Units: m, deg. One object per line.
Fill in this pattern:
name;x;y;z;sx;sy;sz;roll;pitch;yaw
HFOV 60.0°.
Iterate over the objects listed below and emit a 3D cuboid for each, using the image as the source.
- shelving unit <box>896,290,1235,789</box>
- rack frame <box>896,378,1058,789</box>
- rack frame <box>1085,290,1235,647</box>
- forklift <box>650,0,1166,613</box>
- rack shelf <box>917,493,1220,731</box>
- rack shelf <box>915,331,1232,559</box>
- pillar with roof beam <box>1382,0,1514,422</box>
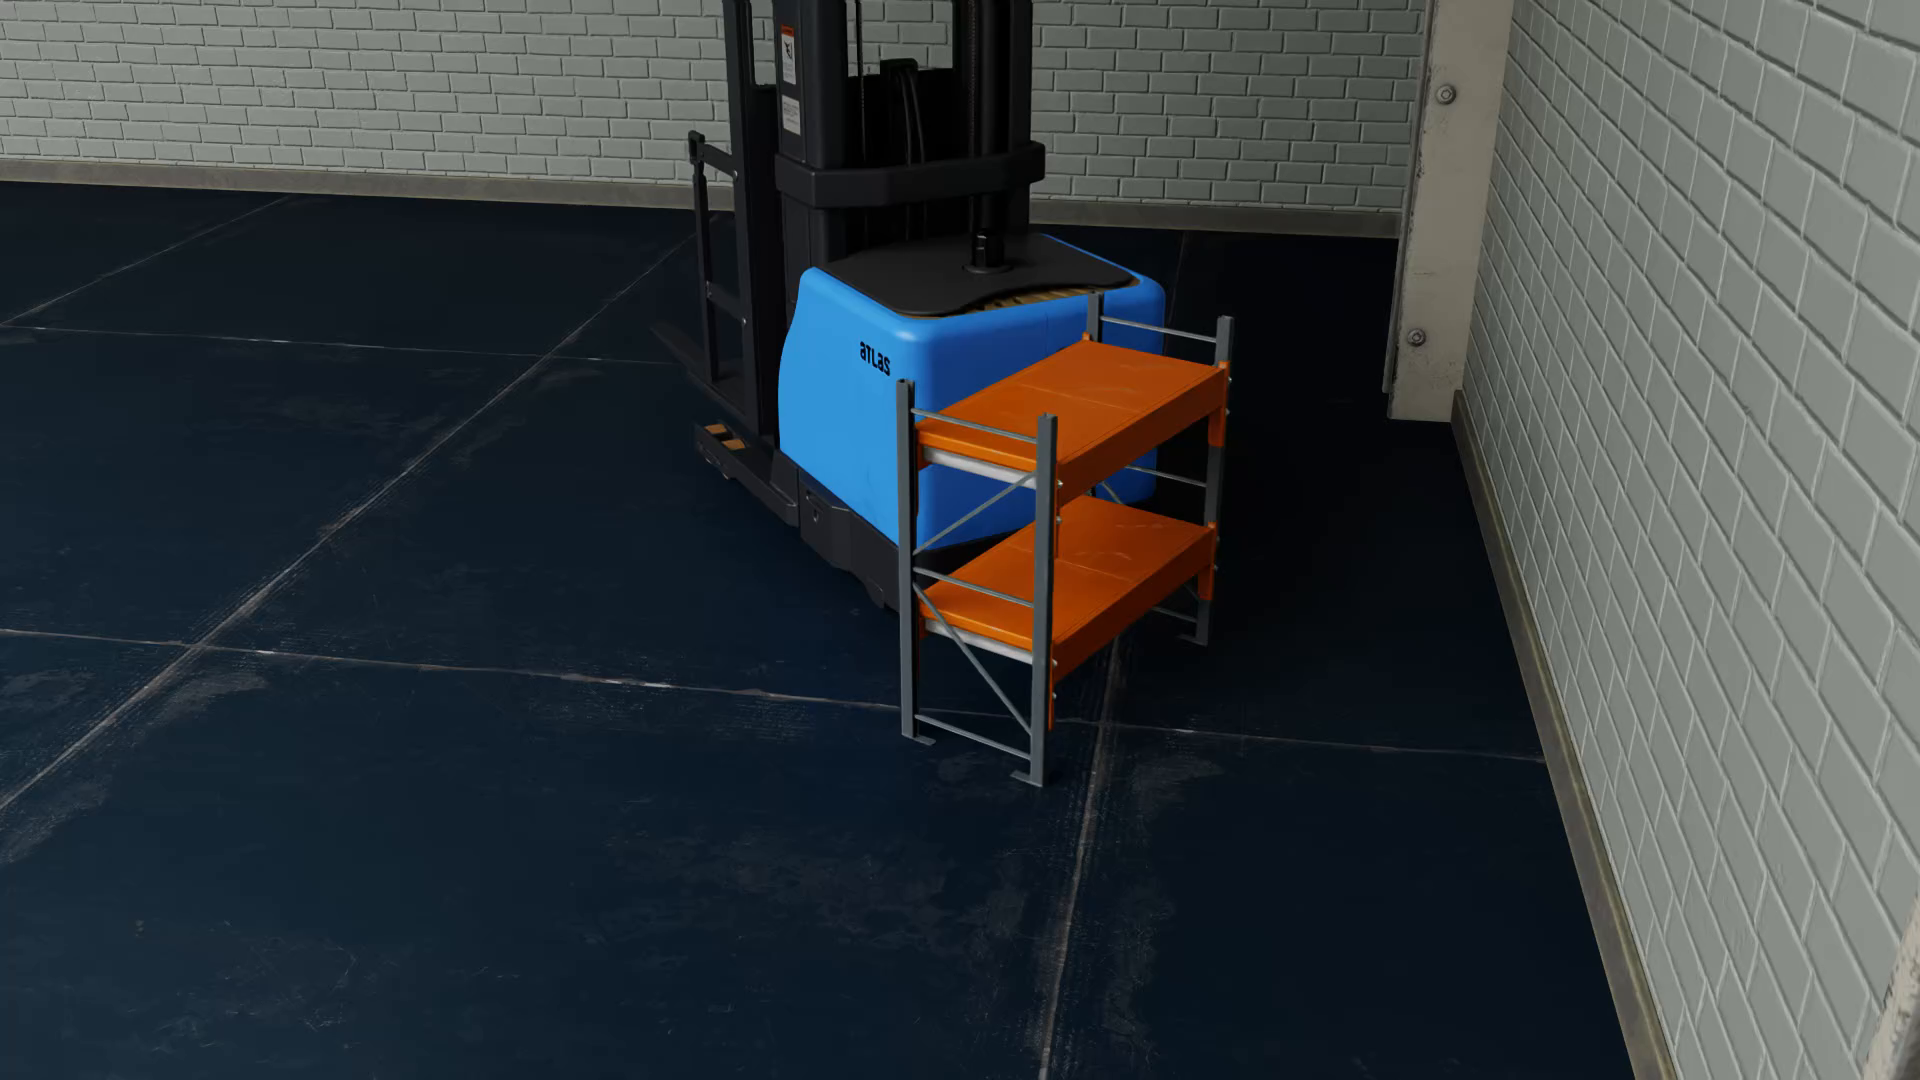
shelving unit;0.329;-0.044;5.016;0.538;1.125;1.048;16;30;31
rack frame;0.038;0.133;4.638;0.500;1.125;0.032;16;30;31
rack frame;0.619;-0.220;5.394;0.500;1.125;0.032;16;30;31
forklift;-0.448;-1.657;6.333;1.130;2.935;3.031;-13;28;-26
rack shelf;0.329;0.178;5.120;0.538;0.278;1.000;16;30;31
rack shelf;0.329;-0.309;4.892;0.538;0.278;1.000;16;30;31
pillar with roof beam;-2.158;-4.987;6.290;9.100;9.000;0.400;4;25;9
